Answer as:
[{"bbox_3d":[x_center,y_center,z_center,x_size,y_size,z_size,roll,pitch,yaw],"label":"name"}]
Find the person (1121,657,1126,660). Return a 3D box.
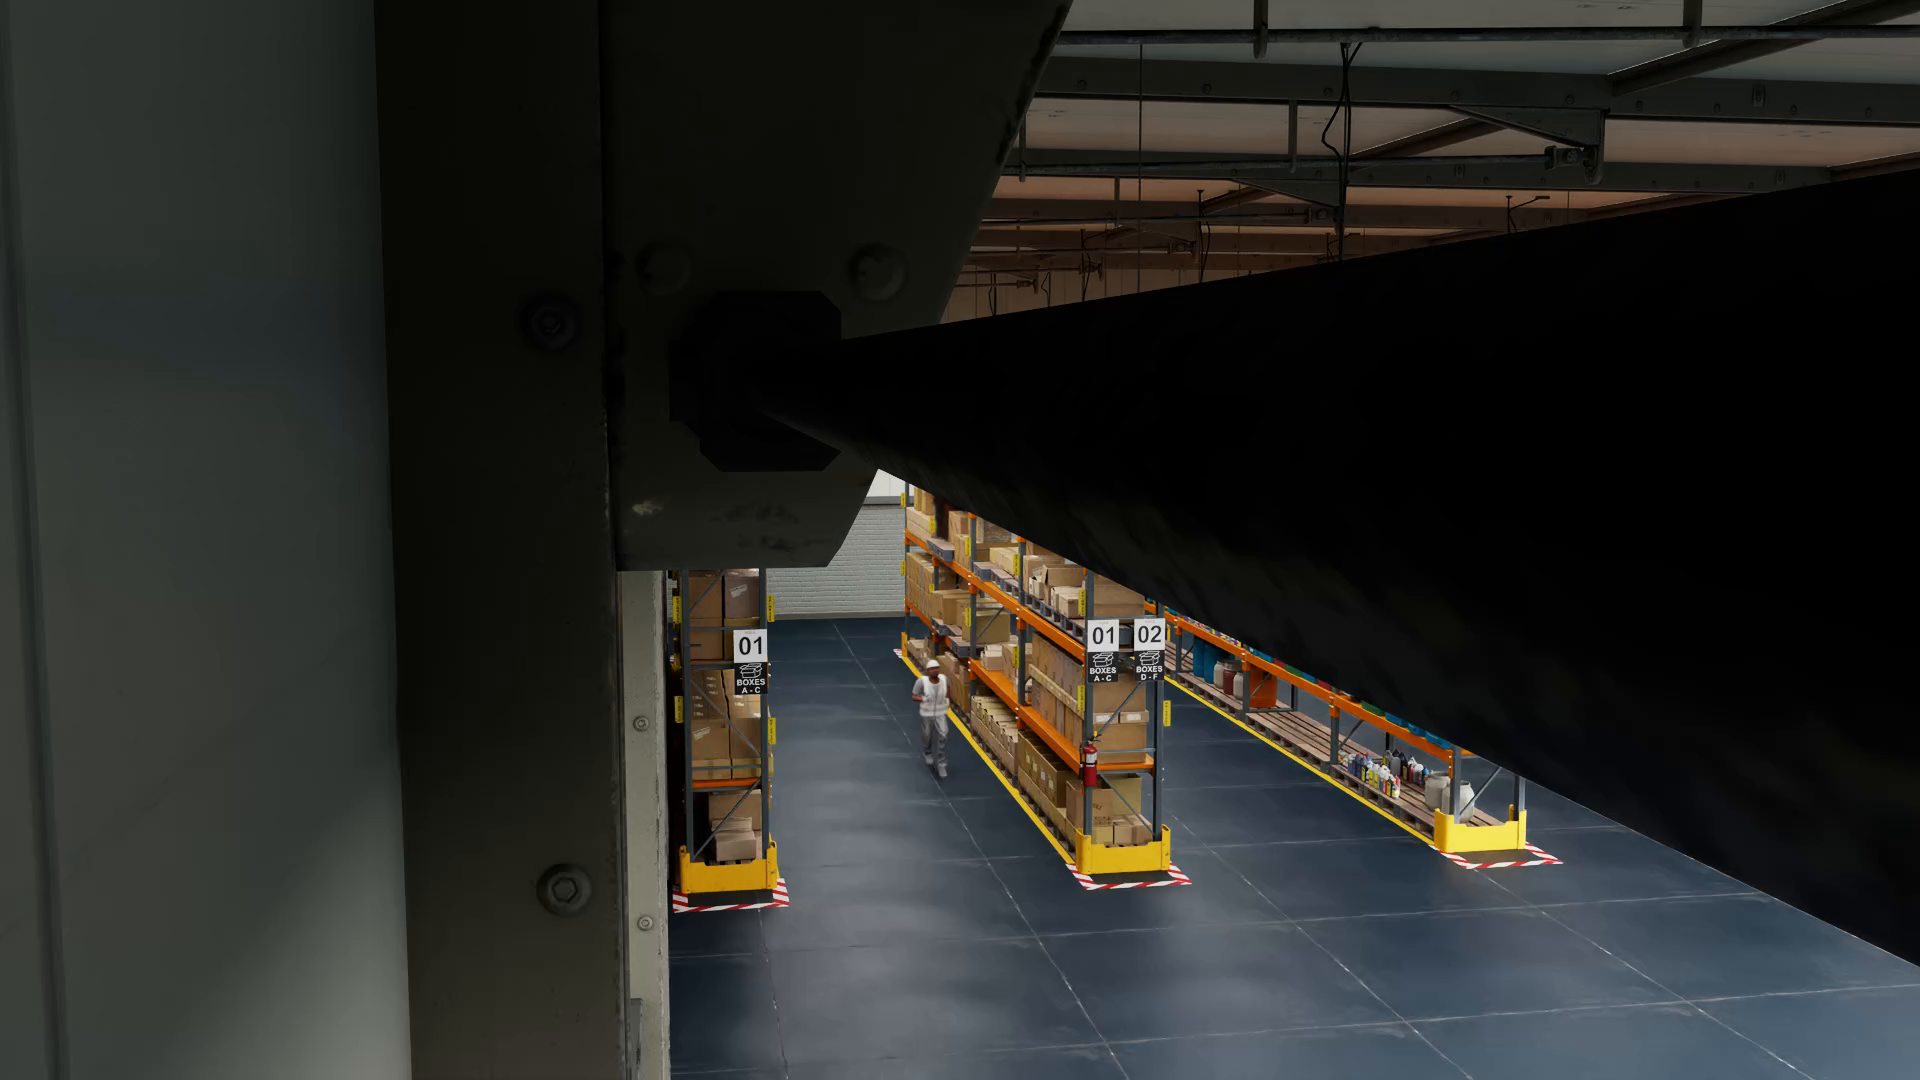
[{"bbox_3d":[2.775,2.372,30.027,0.642,1.781,0.812,-2,6,-20],"label":"person"}]

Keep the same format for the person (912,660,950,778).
[{"bbox_3d":[-0.450,2.765,26.032,0.651,1.837,0.853,-1,6,-9],"label":"person"}]
